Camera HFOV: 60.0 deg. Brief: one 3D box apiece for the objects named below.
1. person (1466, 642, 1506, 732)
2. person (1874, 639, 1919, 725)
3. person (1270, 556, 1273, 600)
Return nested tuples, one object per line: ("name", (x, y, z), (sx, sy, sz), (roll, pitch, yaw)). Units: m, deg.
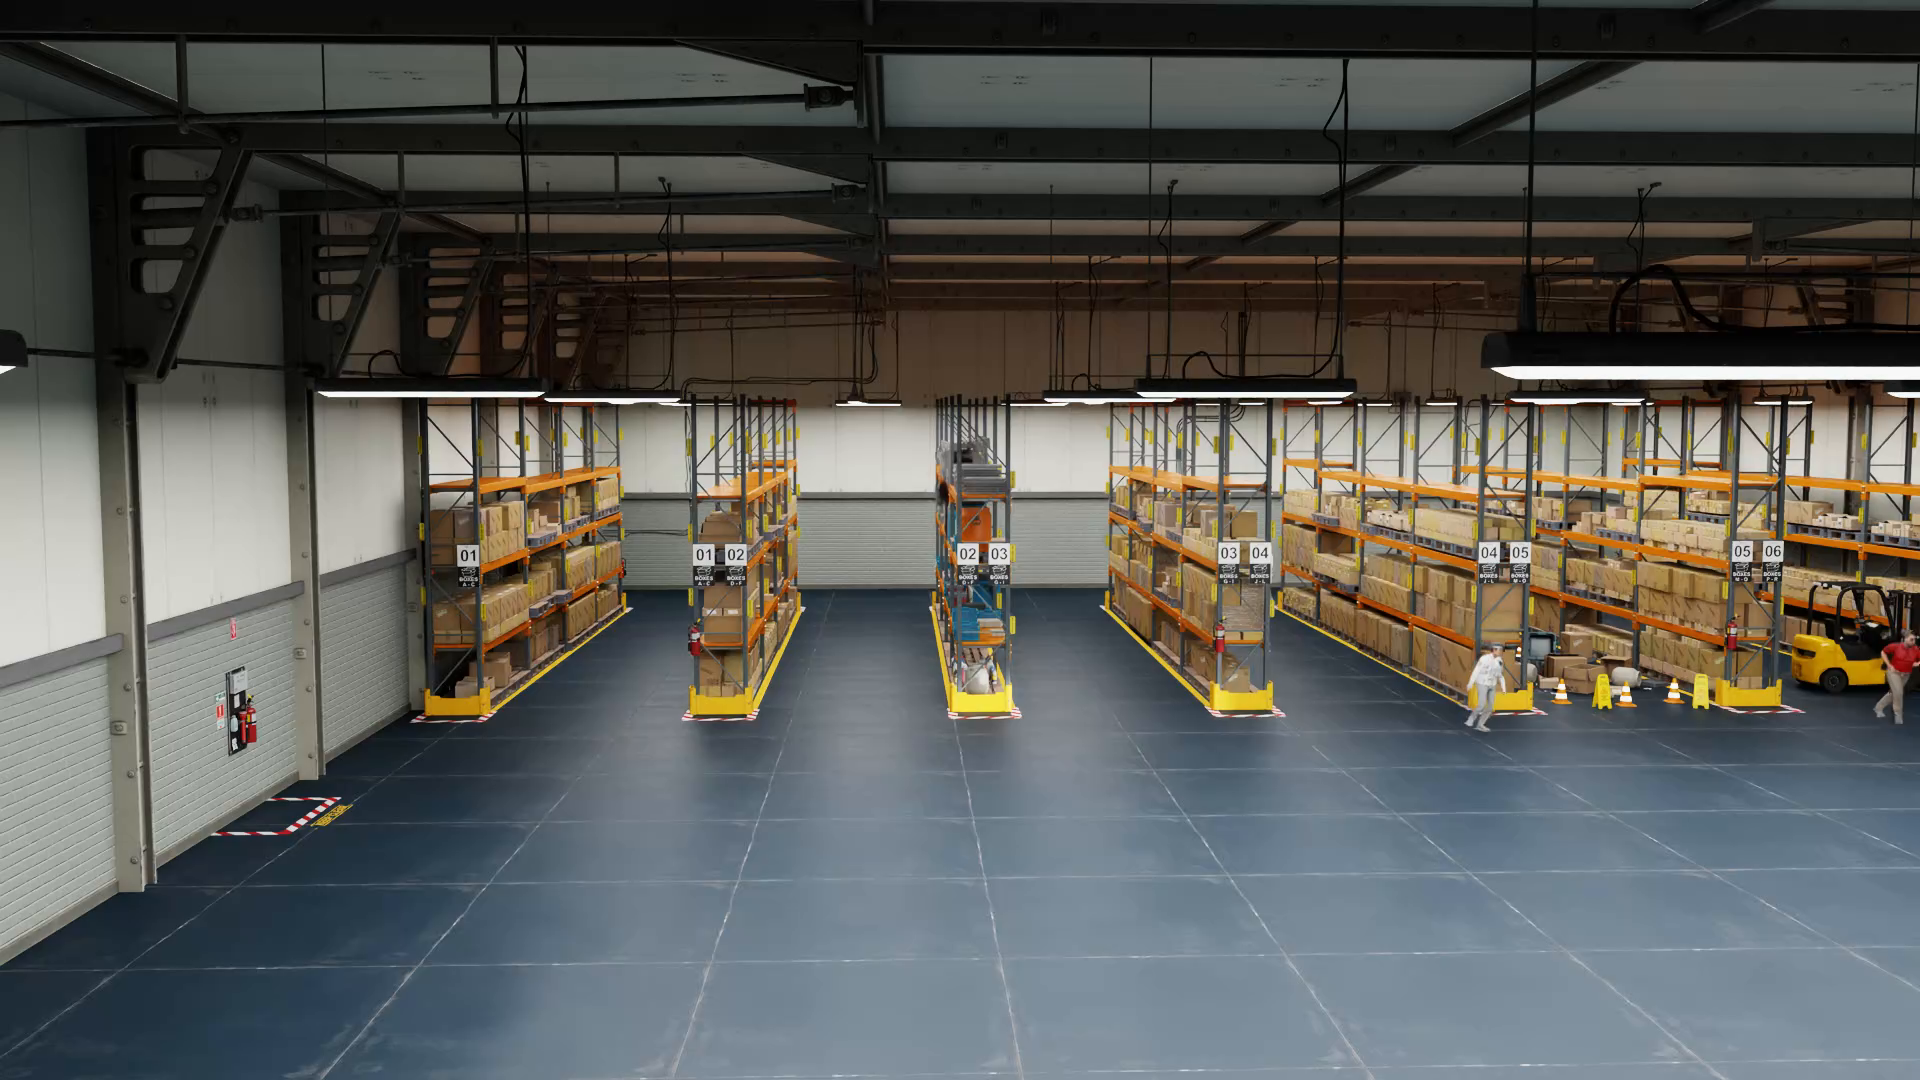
("person", (9.330, 2.595, 29.502), (0.616, 1.621, 0.574), (-2, 5, -27))
("person", (17.259, 2.549, 30.569), (0.611, 1.600, 0.774), (0, 5, -6))
("person", (8.922, 1.038, 48.559), (0.778, 1.821, 0.680), (-3, 5, -34))
